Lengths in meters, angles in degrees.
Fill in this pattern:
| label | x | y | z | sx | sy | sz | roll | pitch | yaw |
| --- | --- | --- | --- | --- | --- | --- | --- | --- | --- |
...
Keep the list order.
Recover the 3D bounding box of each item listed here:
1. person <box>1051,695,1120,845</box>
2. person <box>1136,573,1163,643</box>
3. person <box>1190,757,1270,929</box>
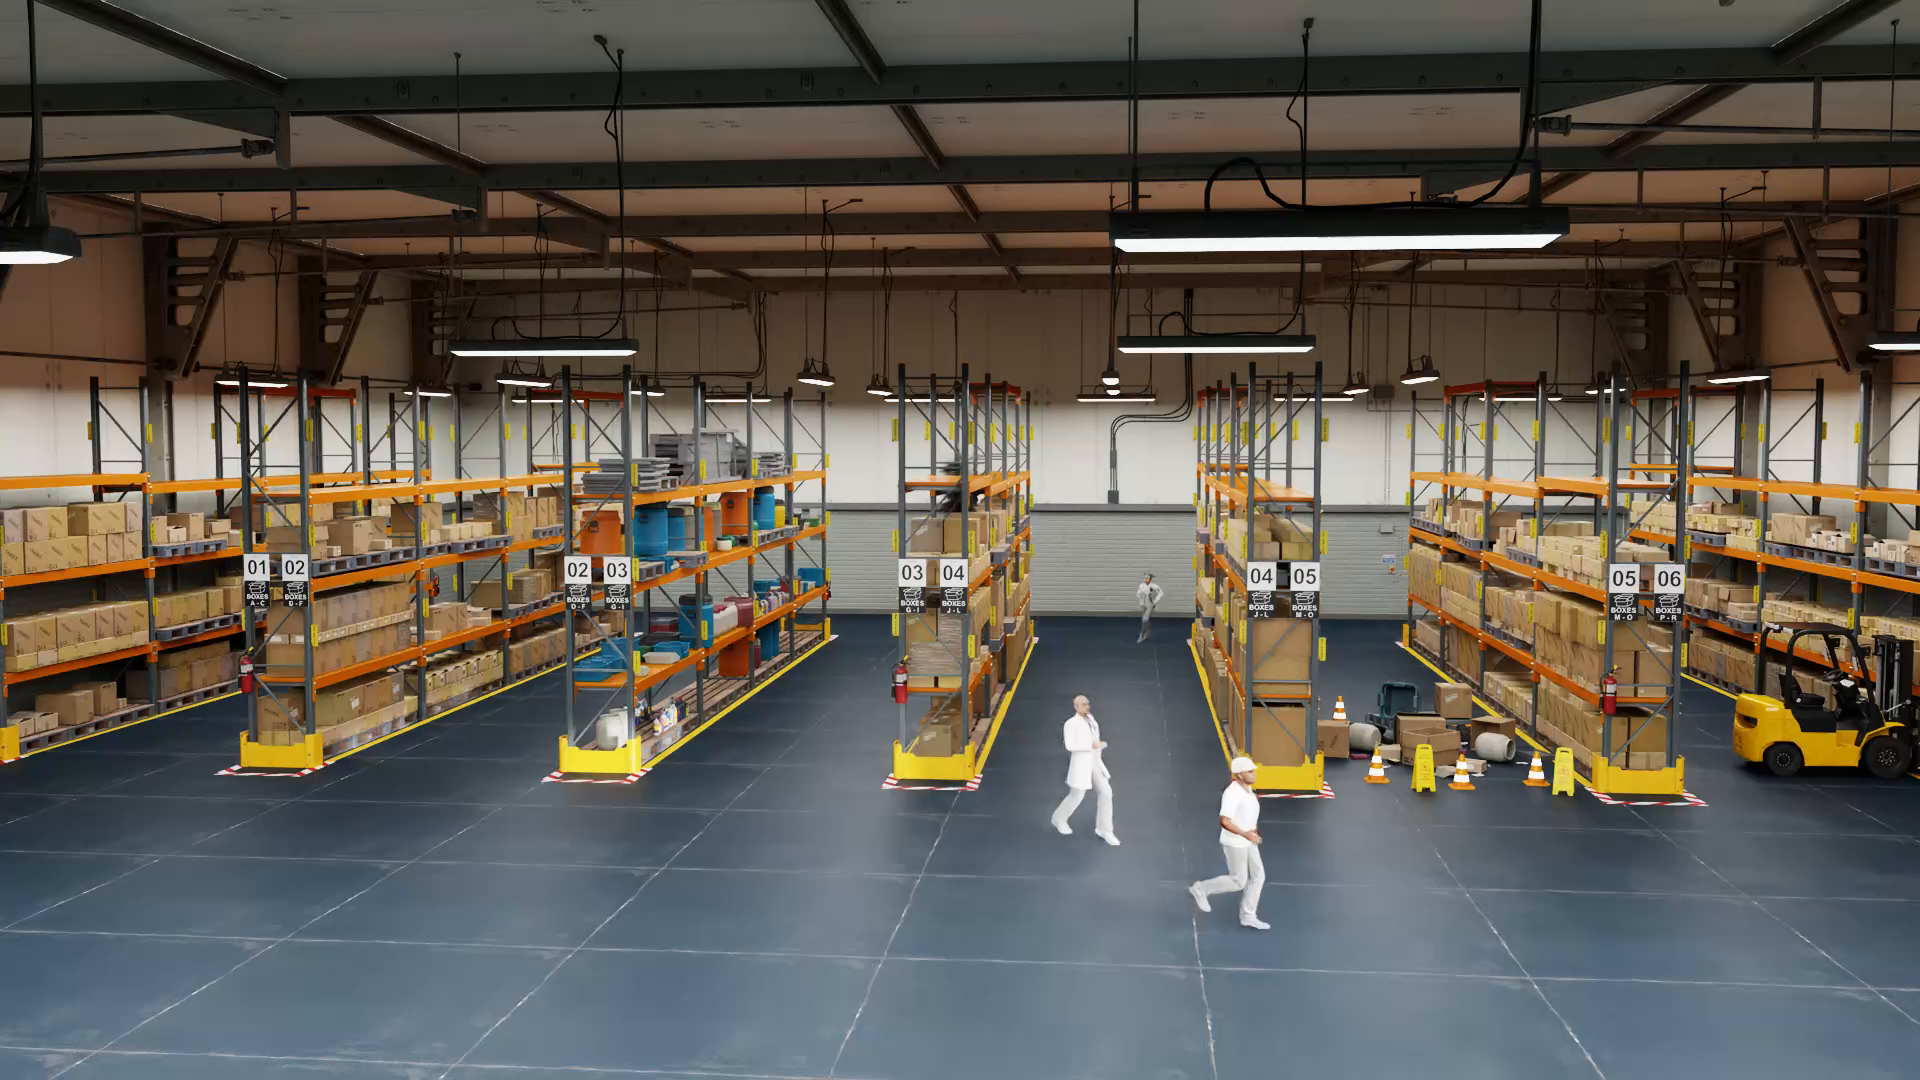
| label | x | y | z | sx | sy | sz | roll | pitch | yaw |
| --- | --- | --- | --- | --- | --- | --- | --- | --- | --- |
| person | 1.550 | 2.813 | 20.467 | 0.729 | 1.811 | 0.974 | -3 | 5 | -42 |
| person | 4.532 | 1.619 | 39.939 | 0.612 | 1.709 | 0.730 | 3 | 5 | 41 |
| person | 2.762 | 3.057 | 16.900 | 0.815 | 1.739 | 0.689 | 2 | 4 | 27 |
